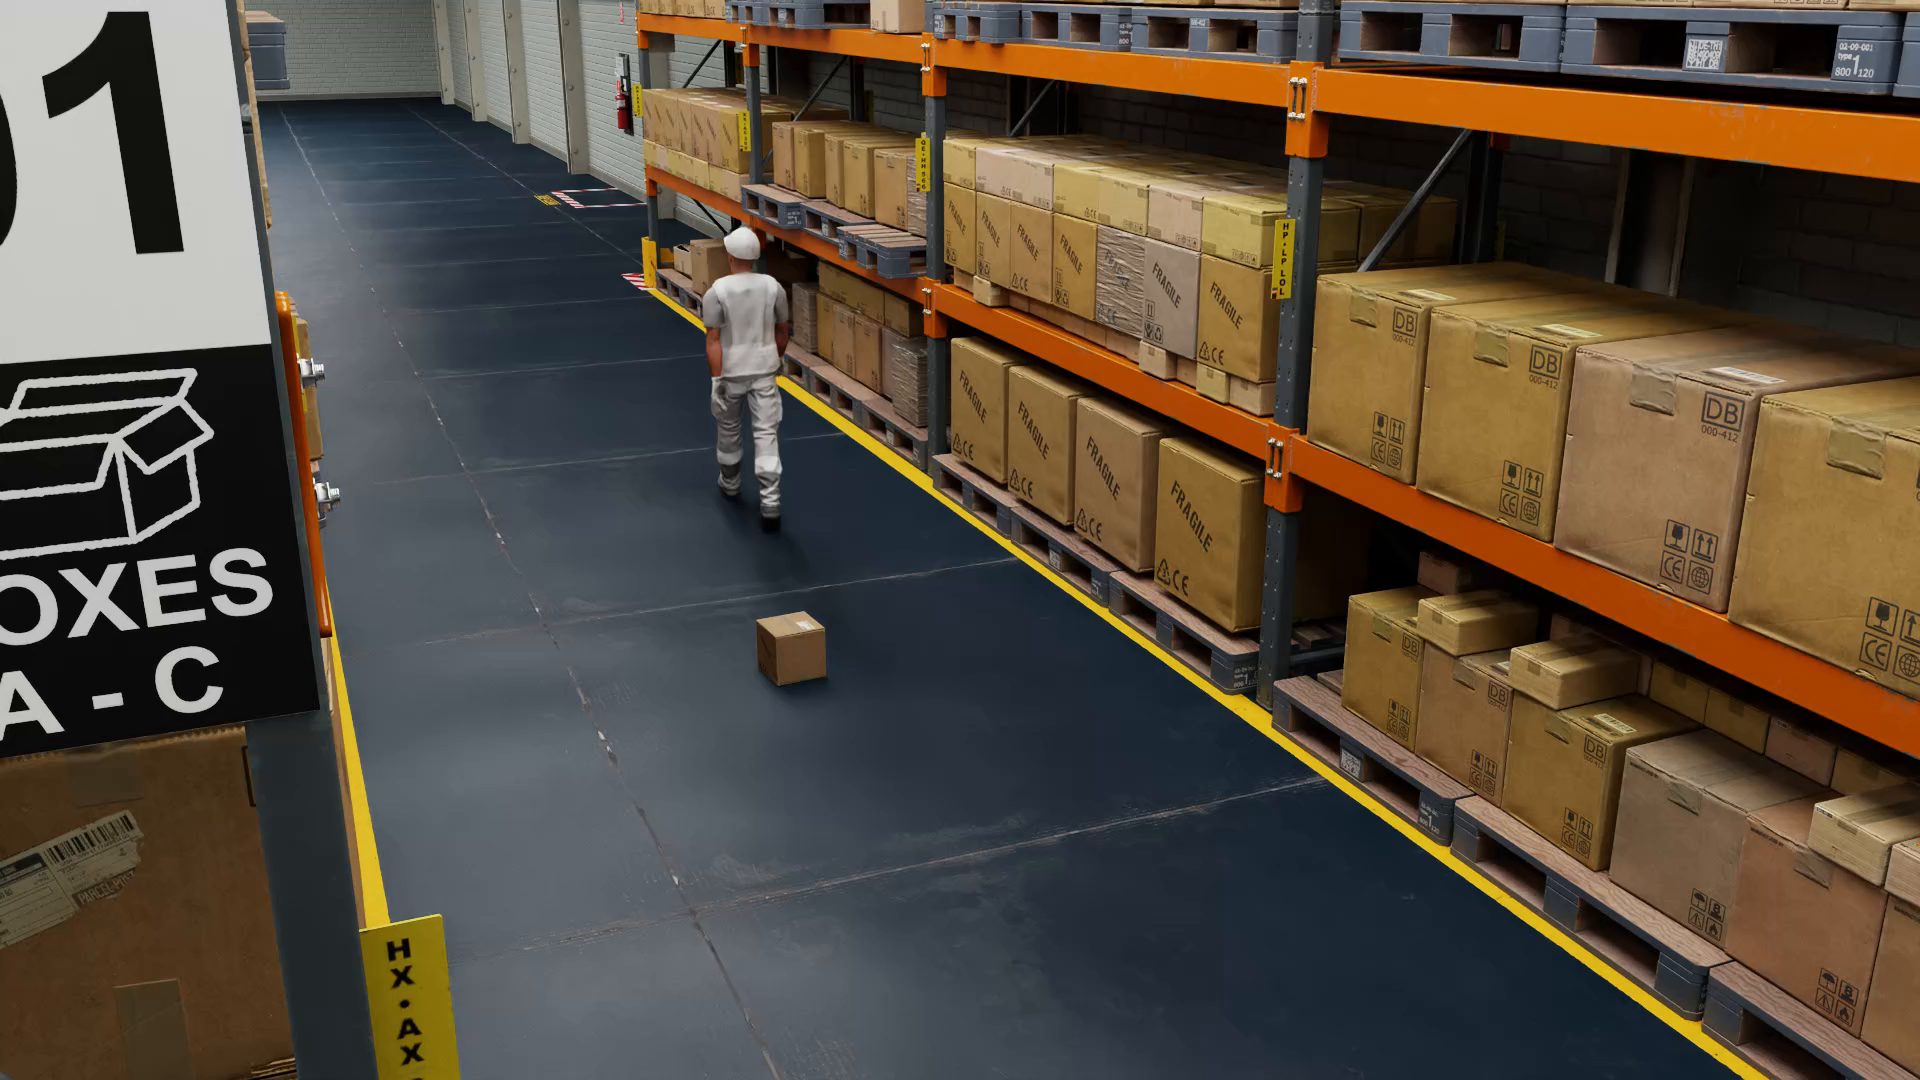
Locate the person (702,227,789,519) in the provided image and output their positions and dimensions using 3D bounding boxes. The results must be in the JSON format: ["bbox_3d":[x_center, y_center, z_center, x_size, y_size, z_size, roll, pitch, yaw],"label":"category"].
[{"bbox_3d":[-1.295,-1.037,10.098,0.527,1.739,1.039,-4,19,-13],"label":"person"}]
